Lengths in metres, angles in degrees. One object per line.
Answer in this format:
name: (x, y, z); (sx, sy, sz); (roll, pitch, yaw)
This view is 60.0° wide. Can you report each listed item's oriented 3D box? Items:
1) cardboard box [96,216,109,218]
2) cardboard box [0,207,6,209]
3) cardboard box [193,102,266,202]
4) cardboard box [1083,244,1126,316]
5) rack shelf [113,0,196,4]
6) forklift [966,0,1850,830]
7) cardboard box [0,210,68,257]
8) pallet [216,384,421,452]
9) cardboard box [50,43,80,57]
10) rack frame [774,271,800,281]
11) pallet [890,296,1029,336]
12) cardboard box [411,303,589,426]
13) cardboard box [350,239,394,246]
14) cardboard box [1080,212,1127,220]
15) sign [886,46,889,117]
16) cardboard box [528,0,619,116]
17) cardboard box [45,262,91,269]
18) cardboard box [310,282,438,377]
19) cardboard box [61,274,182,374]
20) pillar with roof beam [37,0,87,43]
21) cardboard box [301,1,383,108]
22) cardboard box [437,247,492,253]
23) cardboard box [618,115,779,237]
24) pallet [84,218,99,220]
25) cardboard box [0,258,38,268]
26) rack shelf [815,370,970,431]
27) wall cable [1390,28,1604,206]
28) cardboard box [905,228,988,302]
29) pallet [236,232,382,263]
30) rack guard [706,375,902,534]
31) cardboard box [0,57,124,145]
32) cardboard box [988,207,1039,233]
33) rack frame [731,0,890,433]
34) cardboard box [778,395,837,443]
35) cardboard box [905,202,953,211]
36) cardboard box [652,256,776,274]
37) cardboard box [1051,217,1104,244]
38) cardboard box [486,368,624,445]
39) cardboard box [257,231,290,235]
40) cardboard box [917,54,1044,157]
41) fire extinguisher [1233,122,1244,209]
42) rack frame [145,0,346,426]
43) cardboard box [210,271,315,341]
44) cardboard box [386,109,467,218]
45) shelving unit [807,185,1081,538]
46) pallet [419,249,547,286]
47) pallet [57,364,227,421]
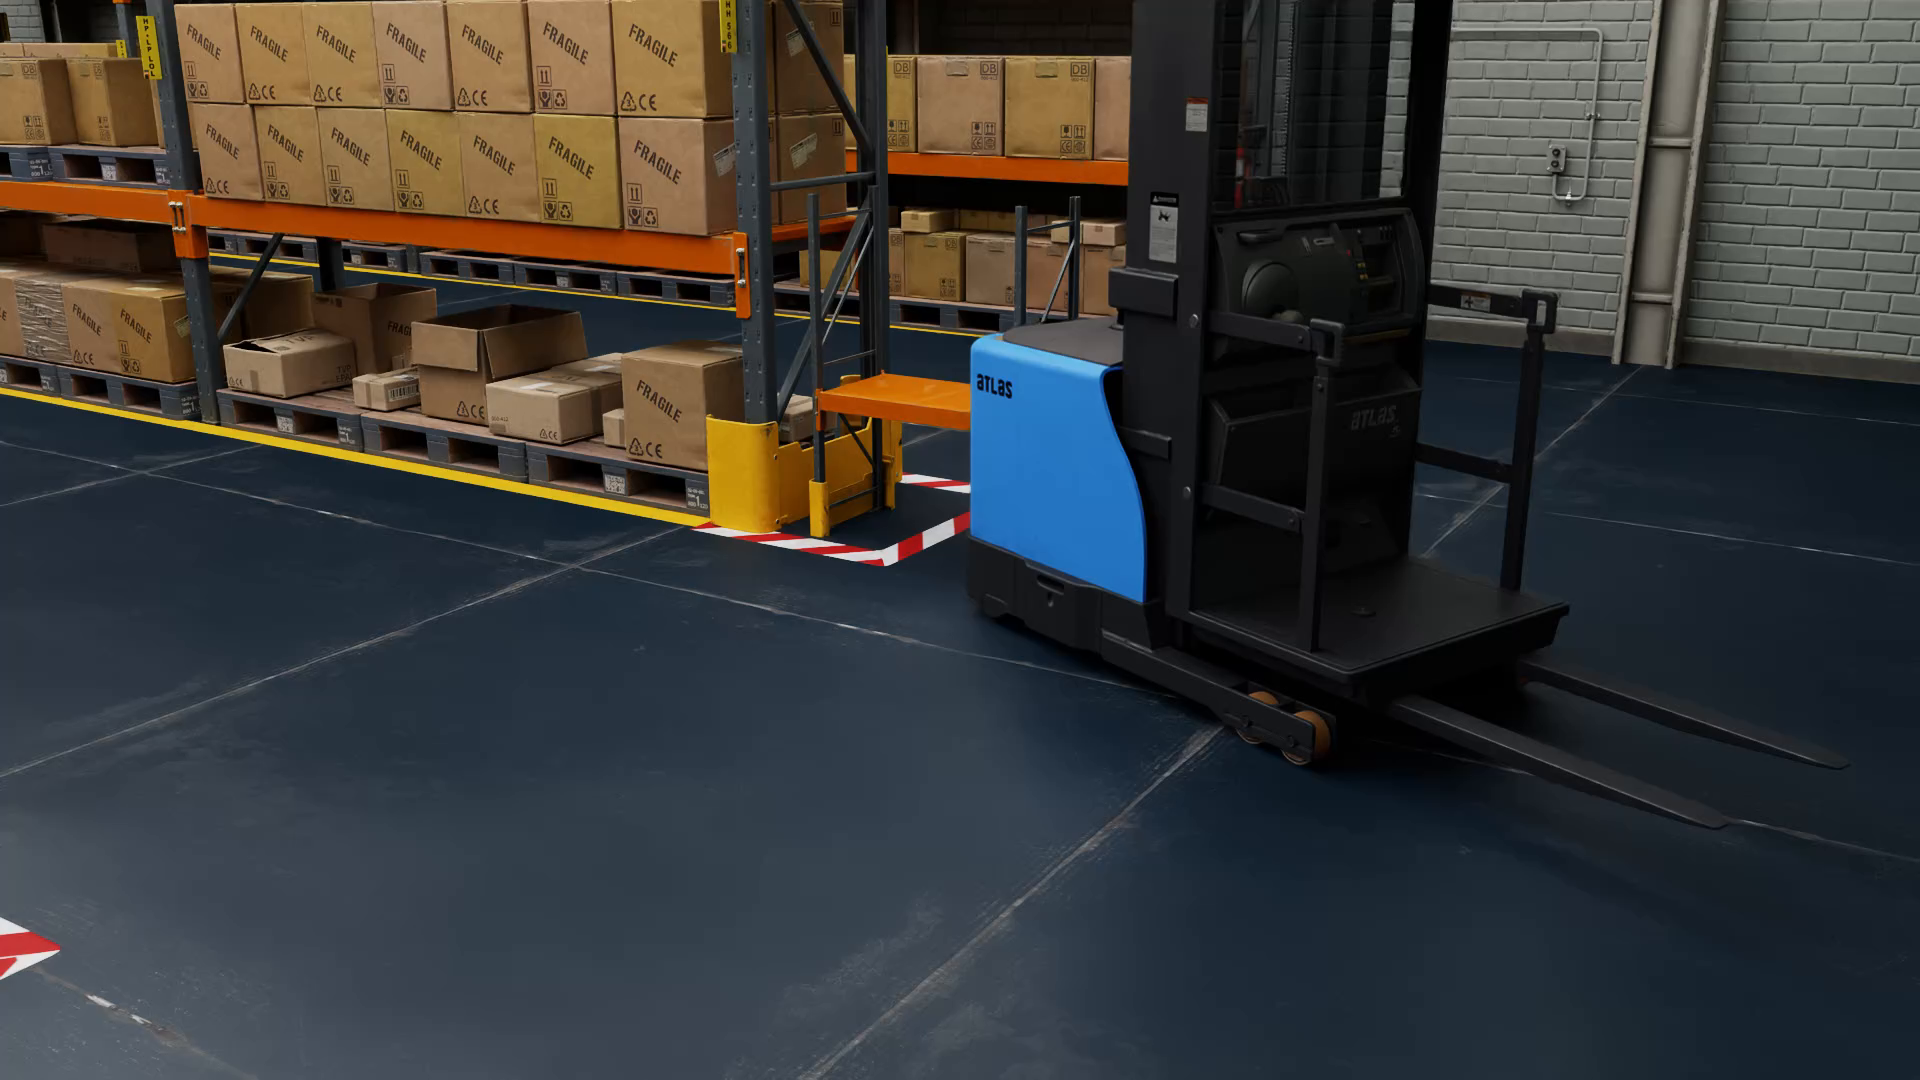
cardboard box: (-9.194, -3.831, 18.375); (0.500, 0.500, 0.500); (8, 19, 26)
cardboard box: (-11.155, -4.073, 19.499); (0.500, 0.311, 0.500); (8, 19, 24)
cardboard box: (-3.770, -2.127, 9.050); (0.500, 0.500, 0.500); (11, 20, 31)
cardboard box: (1.288, -1.930, 12.151); (0.500, 0.500, 0.700); (10, 20, 30)
rack shelf: (-9.993, -6.064, 18.259); (4.000, 0.370, 1.077); (10, 20, 30)
forklift: (1.296, -0.871, 5.206); (1.130, 2.935, 3.031); (-12, 21, -34)
cardboard box: (-6.500, -2.114, 11.433); (0.500, 0.250, 0.500); (11, 20, 32)
pallet: (-3.477, -0.785, 9.602); (1.213, 0.211, 1.003); (10, 20, 30)
cardboard box: (-9.282, -5.035, 17.728); (0.500, 0.500, 0.500); (10, 20, 30)
rack frame: (-1.472, -3.451, 13.583); (0.127, 3.000, 1.000); (10, 20, 30)
pallet: (0.179, -1.797, 12.933); (1.213, 0.211, 1.003); (10, 20, 30)
cardboard box: (-2.458, -0.956, 8.904); (0.637, 0.503, 0.797); (10, 20, 30)
cardboard box: (-5.521, -3.171, 16.203); (0.500, 0.500, 0.700); (10, 20, 31)
cardboard box: (1.067, -2.347, 12.410); (0.250, 0.149, 0.380); (10, 20, 30)
sign: (-0.369, -2.164, 7.855); (0.005, 0.325, 0.100); (10, 20, 30)
cardboard box: (-1.607, -2.218, 7.630); (0.500, 0.500, 0.500); (11, 20, 32)
cardboard box: (-5.659, -1.606, 11.050); (0.500, 0.500, 0.500); (9, 19, 28)
cardboard box: (-3.427, -1.222, 9.787); (0.500, 0.500, 0.500); (10, 20, 30)
cardboard box: (-5.049, -1.320, 10.109); (0.500, 0.500, 0.500); (10, 20, 30)
pillar with roof beam: (-12.901, -7.189, 15.564); (0.400, 9.000, 9.100); (10, 20, 30)
cardboard box: (-2.929, -2.452, 8.401); (0.500, 0.500, 0.500); (9, 19, 28)
cardboard box: (-4.322, -3.088, 15.362); (0.750, 0.750, 0.750); (10, 19, 29)
cardboard box: (-1.177, -1.664, 7.527); (0.500, 0.500, 0.500); (11, 20, 32)
pallet: (-8.880, -3.427, 18.301); (1.213, 0.211, 1.003); (10, 20, 30)
cardboard box: (-6.358, -1.551, 10.870); (0.500, 0.500, 0.500); (10, 19, 29)
rack shelf: (-0.073, -0.559, 7.258); (1.000, 0.185, 0.538); (10, 20, 30)
wall cable: (3.523, -3.369, 11.562); (1.851, 1.984, 0.084); (10, 20, 30)
cardboard box: (-0.026, -2.161, 12.914); (0.500, 0.500, 0.700); (11, 20, 31)
pallet: (-6.581, -3.031, 16.995); (1.213, 0.211, 1.003); (10, 20, 30)
rack guard: (-0.717, -0.431, 7.940); (0.348, 0.500, 1.175); (10, 20, 30)
cardboard box: (-5.599, -2.726, 10.301); (0.500, 0.500, 0.700); (5, 18, 16)
cardboard box: (0.418, -2.463, 12.790); (0.250, 0.149, 0.380); (10, 20, 31)
rack frame: (-0.653, -1.616, 7.539); (0.127, 3.000, 1.000); (10, 20, 30)
cardboard box: (-0.830, -0.611, 8.379); (0.250, 0.149, 0.380); (10, 20, 30)
cardboard box: (-0.233, -2.579, 13.173); (0.250, 0.149, 0.380); (9, 19, 28)
cardboard box: (-2.094, -2.690, 14.054); (0.750, 0.750, 0.750); (10, 20, 31)
cardboard box: (0.865, -2.253, 12.100); (0.250, 0.149, 0.380); (11, 20, 32)
cardboard box: (-2.039, -0.684, 8.446); (0.500, 0.250, 0.500); (10, 20, 30)
cardboard box: (-6.773, -3.421, 17.027); (0.500, 0.500, 0.700); (10, 20, 31)
cardboard box: (0.226, -3.288, 12.528); (0.700, 0.700, 0.980); (9, 19, 27)
fire extinguisher: (1.824, -2.490, 11.193); (0.183, 0.674, 0.296); (10, 20, 30)
rack frame: (-4.061, -2.224, 9.542); (0.127, 3.000, 1.000); (10, 20, 30)
cardboard box: (-4.346, -1.372, 10.282); (0.500, 0.500, 0.500); (9, 19, 28)
cardboard box: (-2.472, -1.896, 8.290); (0.500, 0.500, 0.500); (10, 19, 29)
shelving unit: (-0.065, -0.729, 7.201); (1.083, 1.500, 0.587); (10, 20, 30)
pallet: (-4.248, -2.587, 15.535); (1.213, 0.211, 1.003); (10, 20, 30)
pallet: (-4.774, -1.004, 10.324); (1.213, 0.211, 1.003); (10, 20, 30)
